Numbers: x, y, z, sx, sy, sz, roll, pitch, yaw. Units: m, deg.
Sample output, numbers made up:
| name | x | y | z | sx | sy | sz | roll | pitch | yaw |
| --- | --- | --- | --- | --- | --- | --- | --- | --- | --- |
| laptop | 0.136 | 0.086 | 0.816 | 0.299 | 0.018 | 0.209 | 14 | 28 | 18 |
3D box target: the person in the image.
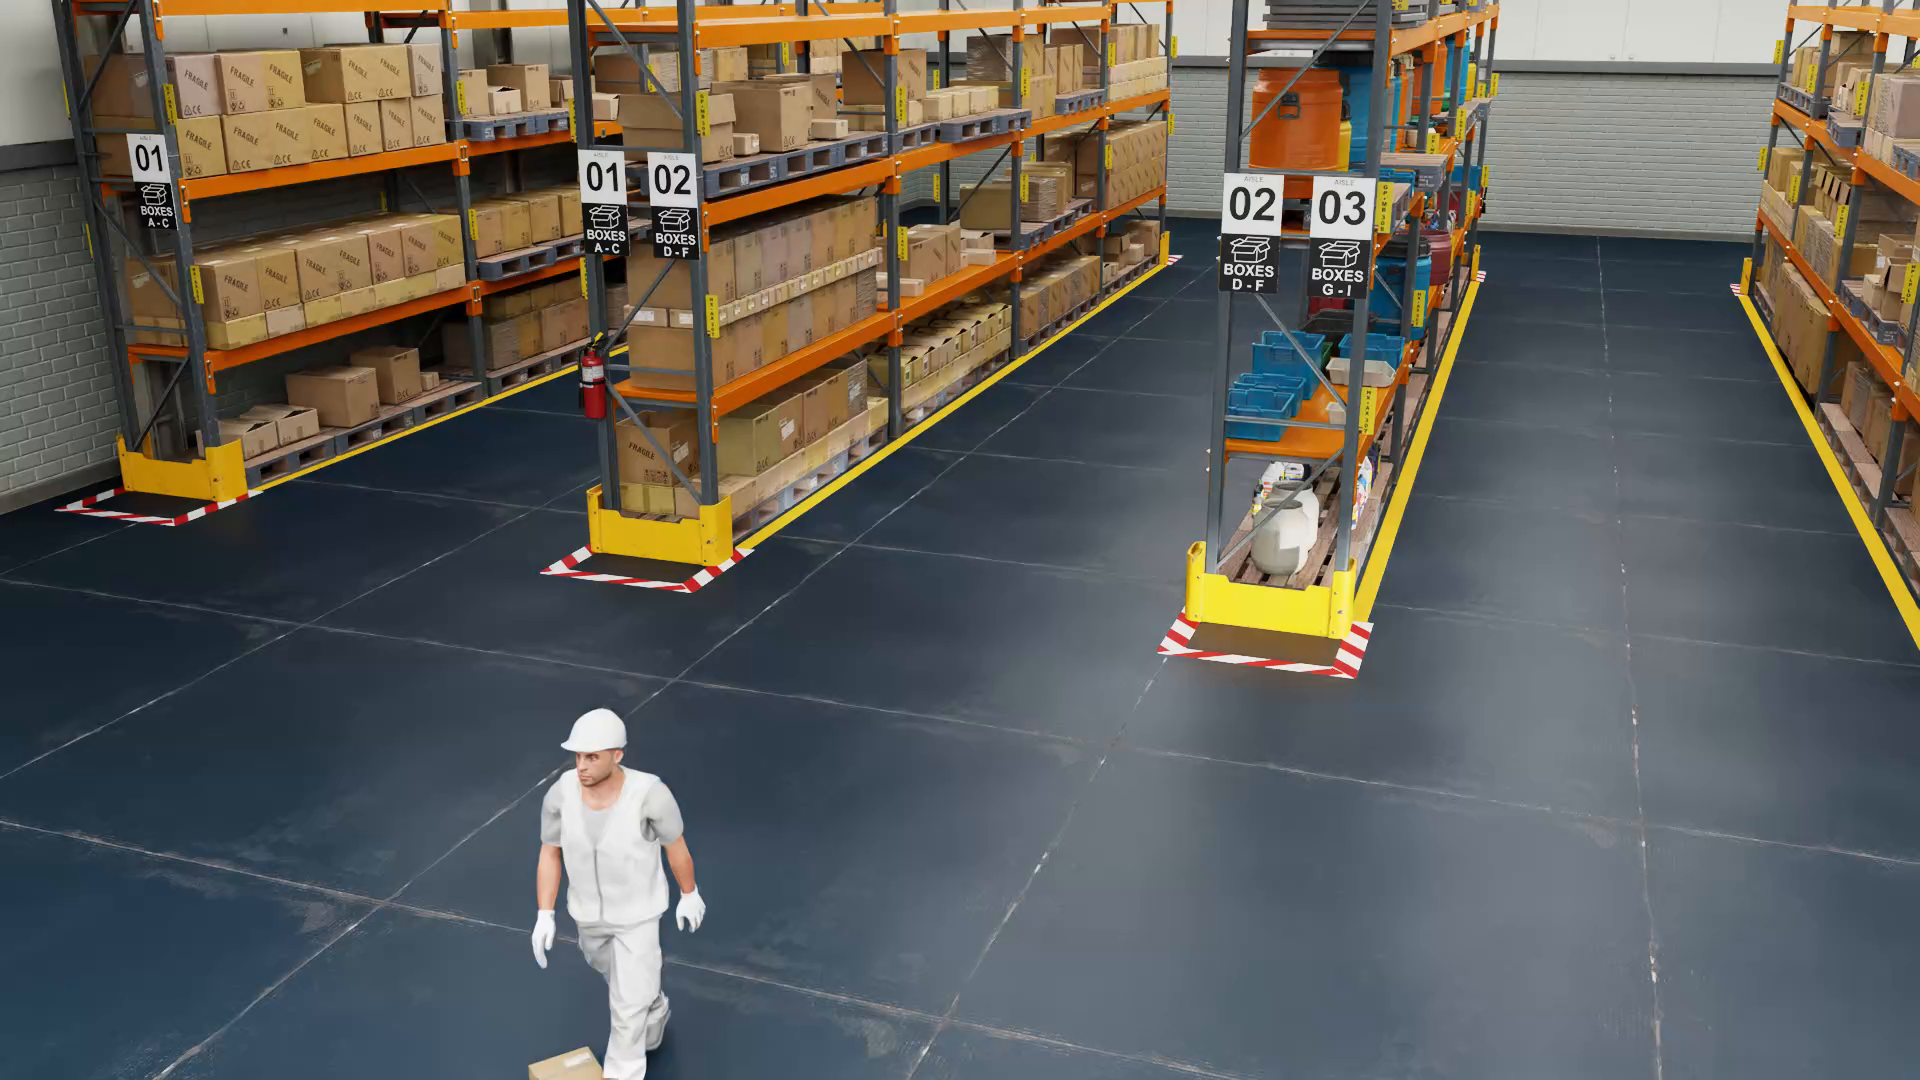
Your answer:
| name | x | y | z | sx | sy | sz | roll | pitch | yaw |
| --- | --- | --- | --- | --- | --- | --- | --- | --- | --- |
| person | -1.371 | 1.480 | 6.586 | 0.589 | 1.740 | 1.044 | 4 | 19 | 12 |
